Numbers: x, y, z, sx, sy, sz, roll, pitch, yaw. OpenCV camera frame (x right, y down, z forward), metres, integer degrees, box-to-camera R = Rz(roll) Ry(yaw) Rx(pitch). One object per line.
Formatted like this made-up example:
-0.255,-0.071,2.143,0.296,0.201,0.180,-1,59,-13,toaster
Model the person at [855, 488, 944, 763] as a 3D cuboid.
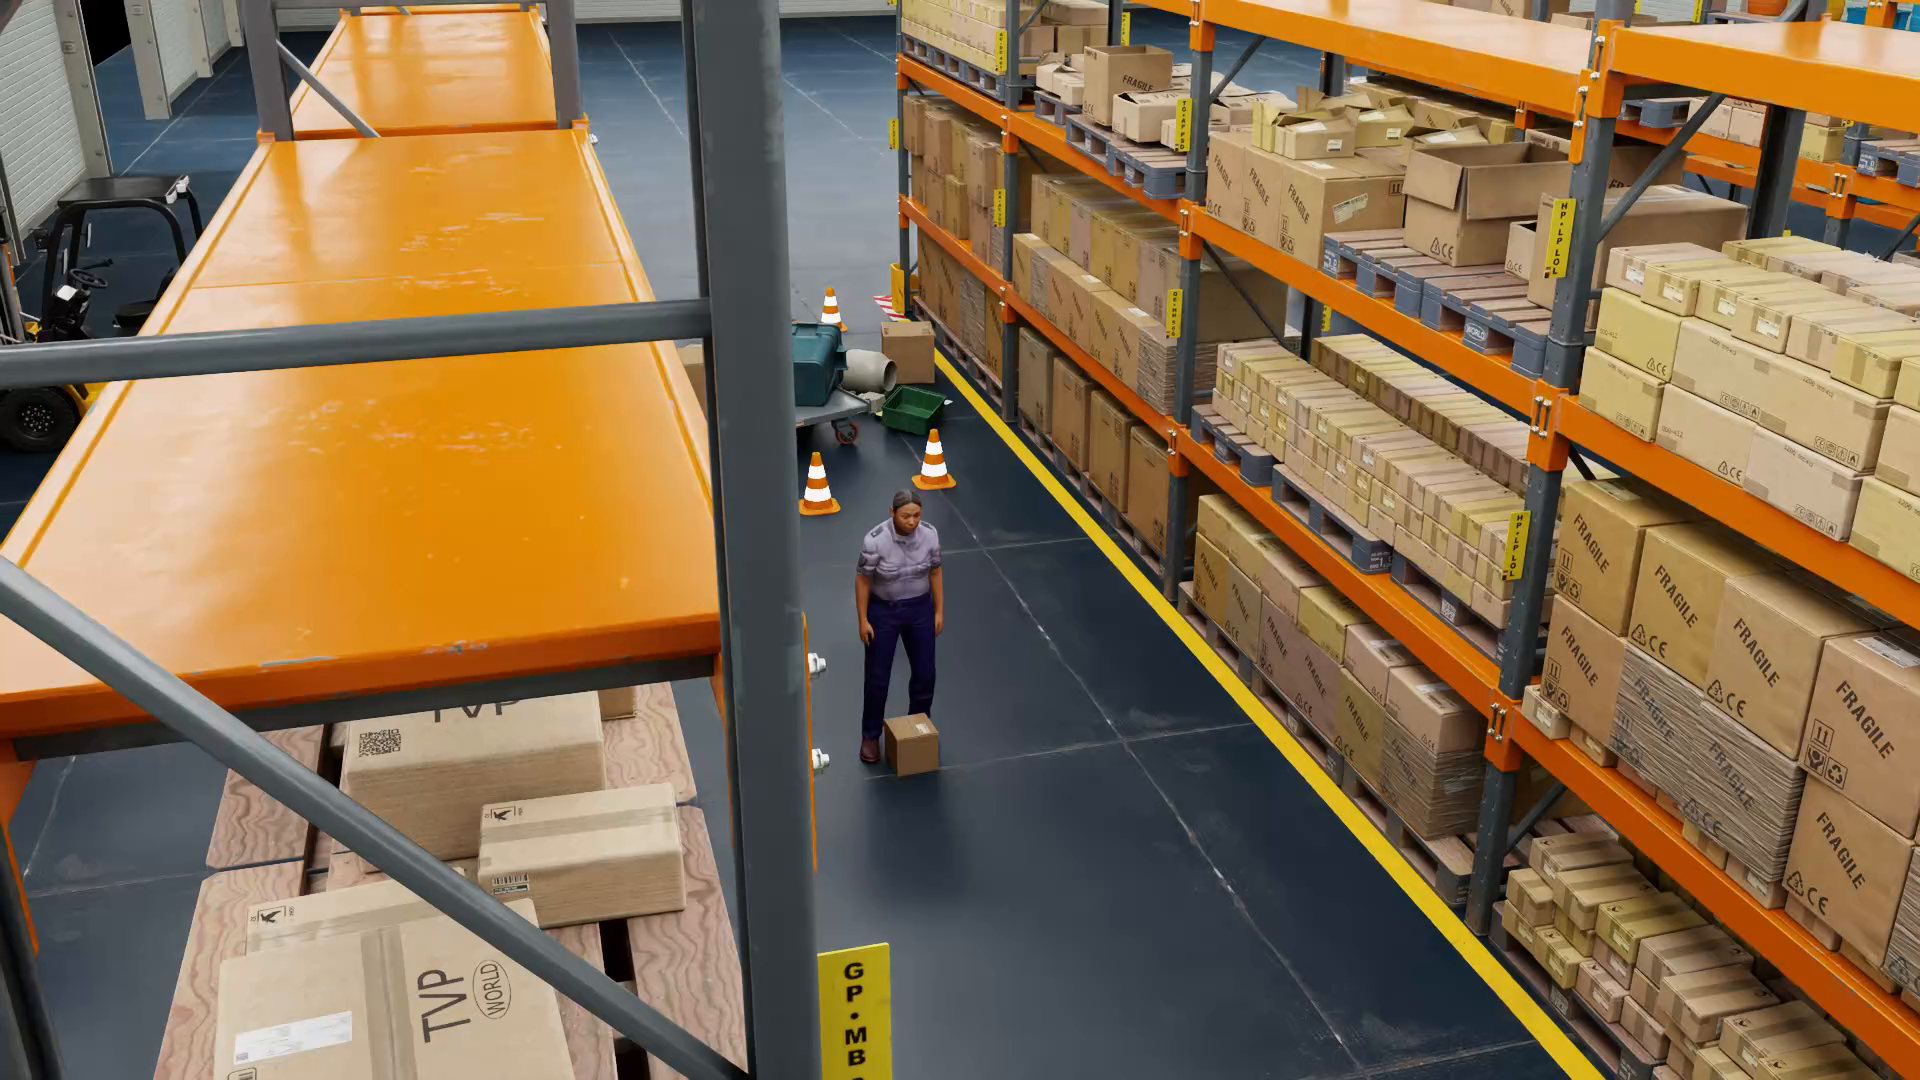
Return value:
-0.351,0.456,9.580,0.555,1.650,0.377,-8,24,-17,person
